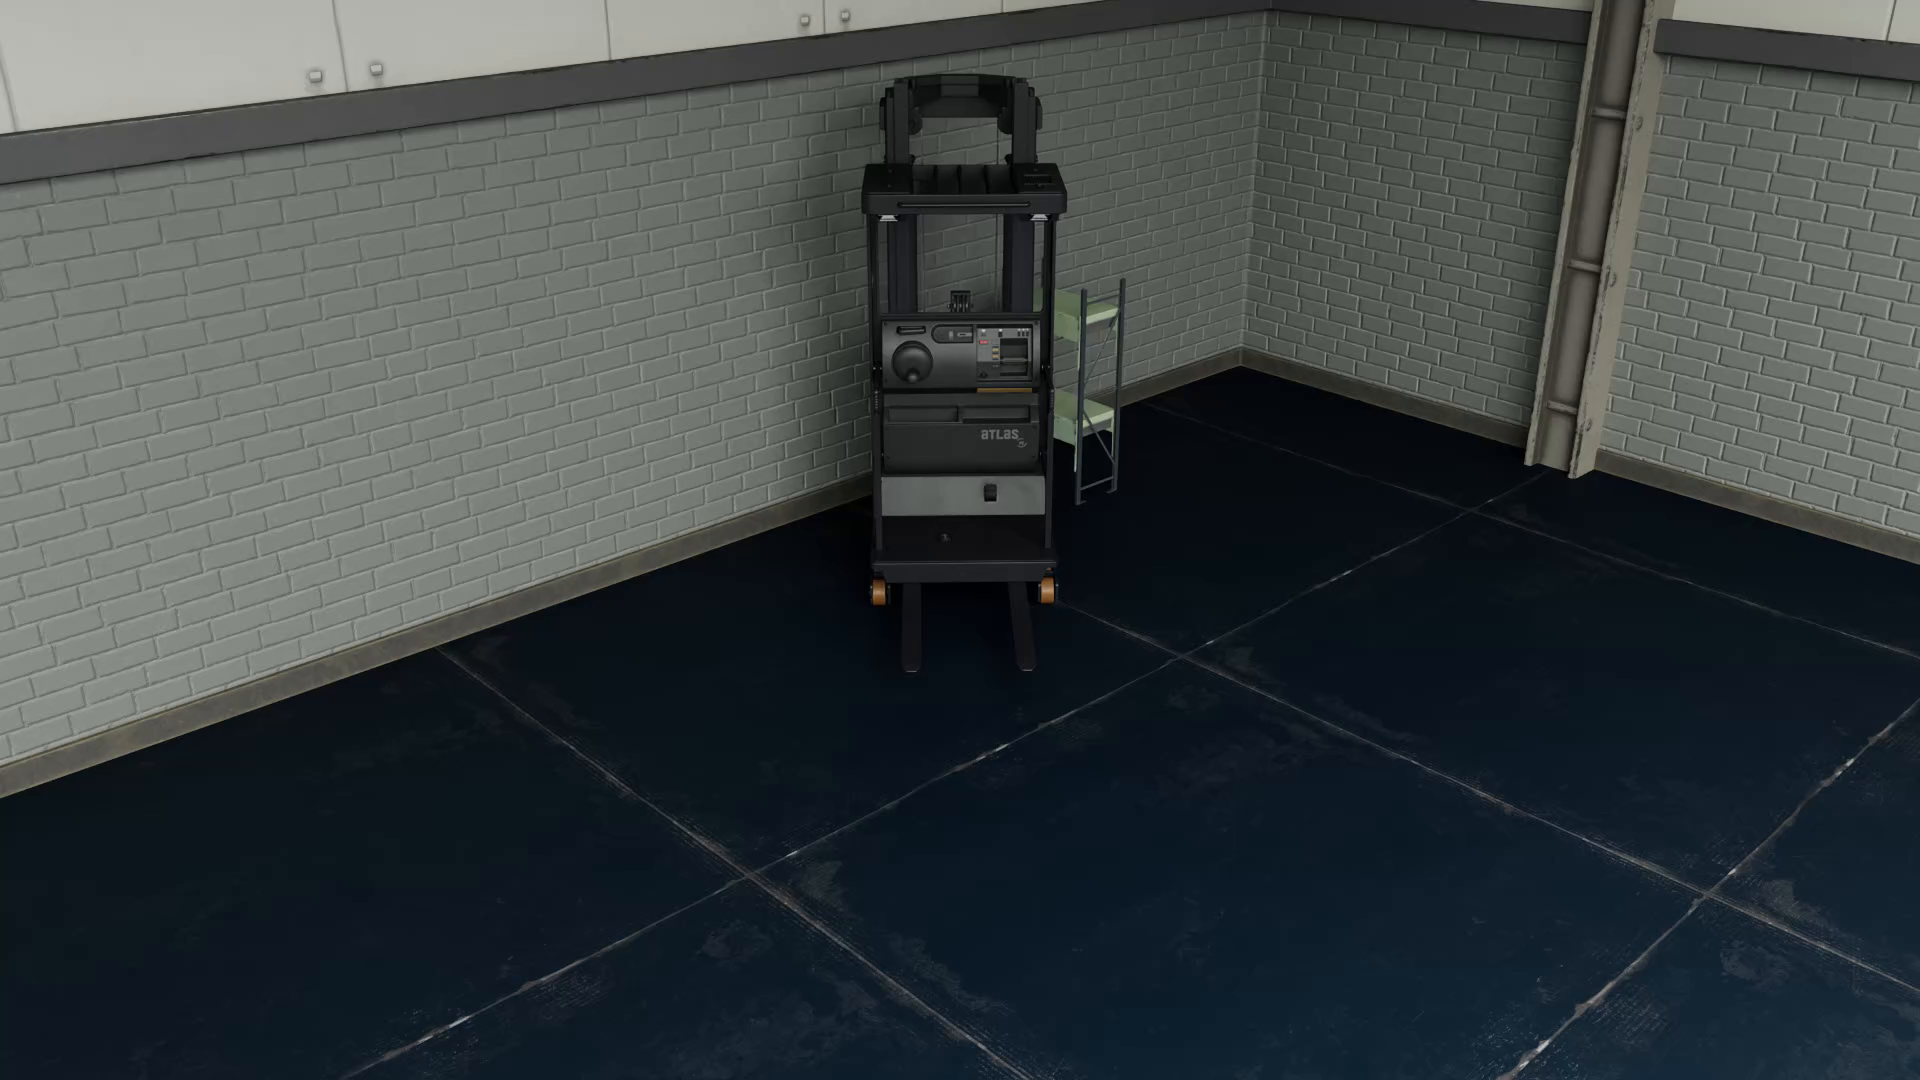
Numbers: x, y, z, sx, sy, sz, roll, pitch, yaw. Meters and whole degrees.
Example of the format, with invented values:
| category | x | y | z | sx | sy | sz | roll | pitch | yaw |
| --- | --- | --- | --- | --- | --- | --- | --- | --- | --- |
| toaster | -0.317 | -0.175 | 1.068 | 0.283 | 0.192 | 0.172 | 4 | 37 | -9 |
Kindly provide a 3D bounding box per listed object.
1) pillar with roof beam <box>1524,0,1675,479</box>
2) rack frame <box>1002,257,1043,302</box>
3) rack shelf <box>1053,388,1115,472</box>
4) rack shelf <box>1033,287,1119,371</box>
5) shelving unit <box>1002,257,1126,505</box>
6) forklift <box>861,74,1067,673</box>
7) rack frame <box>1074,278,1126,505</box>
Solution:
| category | x | y | z | sx | sy | sz | roll | pitch | yaw |
| --- | --- | --- | --- | --- | --- | --- | --- | --- | --- |
| pillar with roof beam | 1.153 | -3.405 | 7.372 | 9.100 | 9.000 | 0.400 | -21 | 32 | -38 |
| rack frame | 0.438 | -1.200 | 11.574 | 0.400 | 1.500 | 0.023 | -21 | 32 | -38 |
| rack shelf | 0.685 | -0.792 | 11.463 | 0.431 | 0.370 | 0.720 | -21 | 32 | -38 |
| rack shelf | 0.685 | -1.443 | 11.166 | 0.431 | 0.370 | 0.720 | -21 | 32 | -38 |
| shelving unit | 0.685 | -1.088 | 11.328 | 0.431 | 1.500 | 0.755 | -21 | 32 | -38 |
| forklift | 0.014 | -1.073 | 9.571 | 1.130 | 2.935 | 3.031 | -1 | 25 | -1 |
| rack frame | 0.931 | -0.976 | 11.082 | 0.400 | 1.500 | 0.023 | -21 | 32 | -38 |
